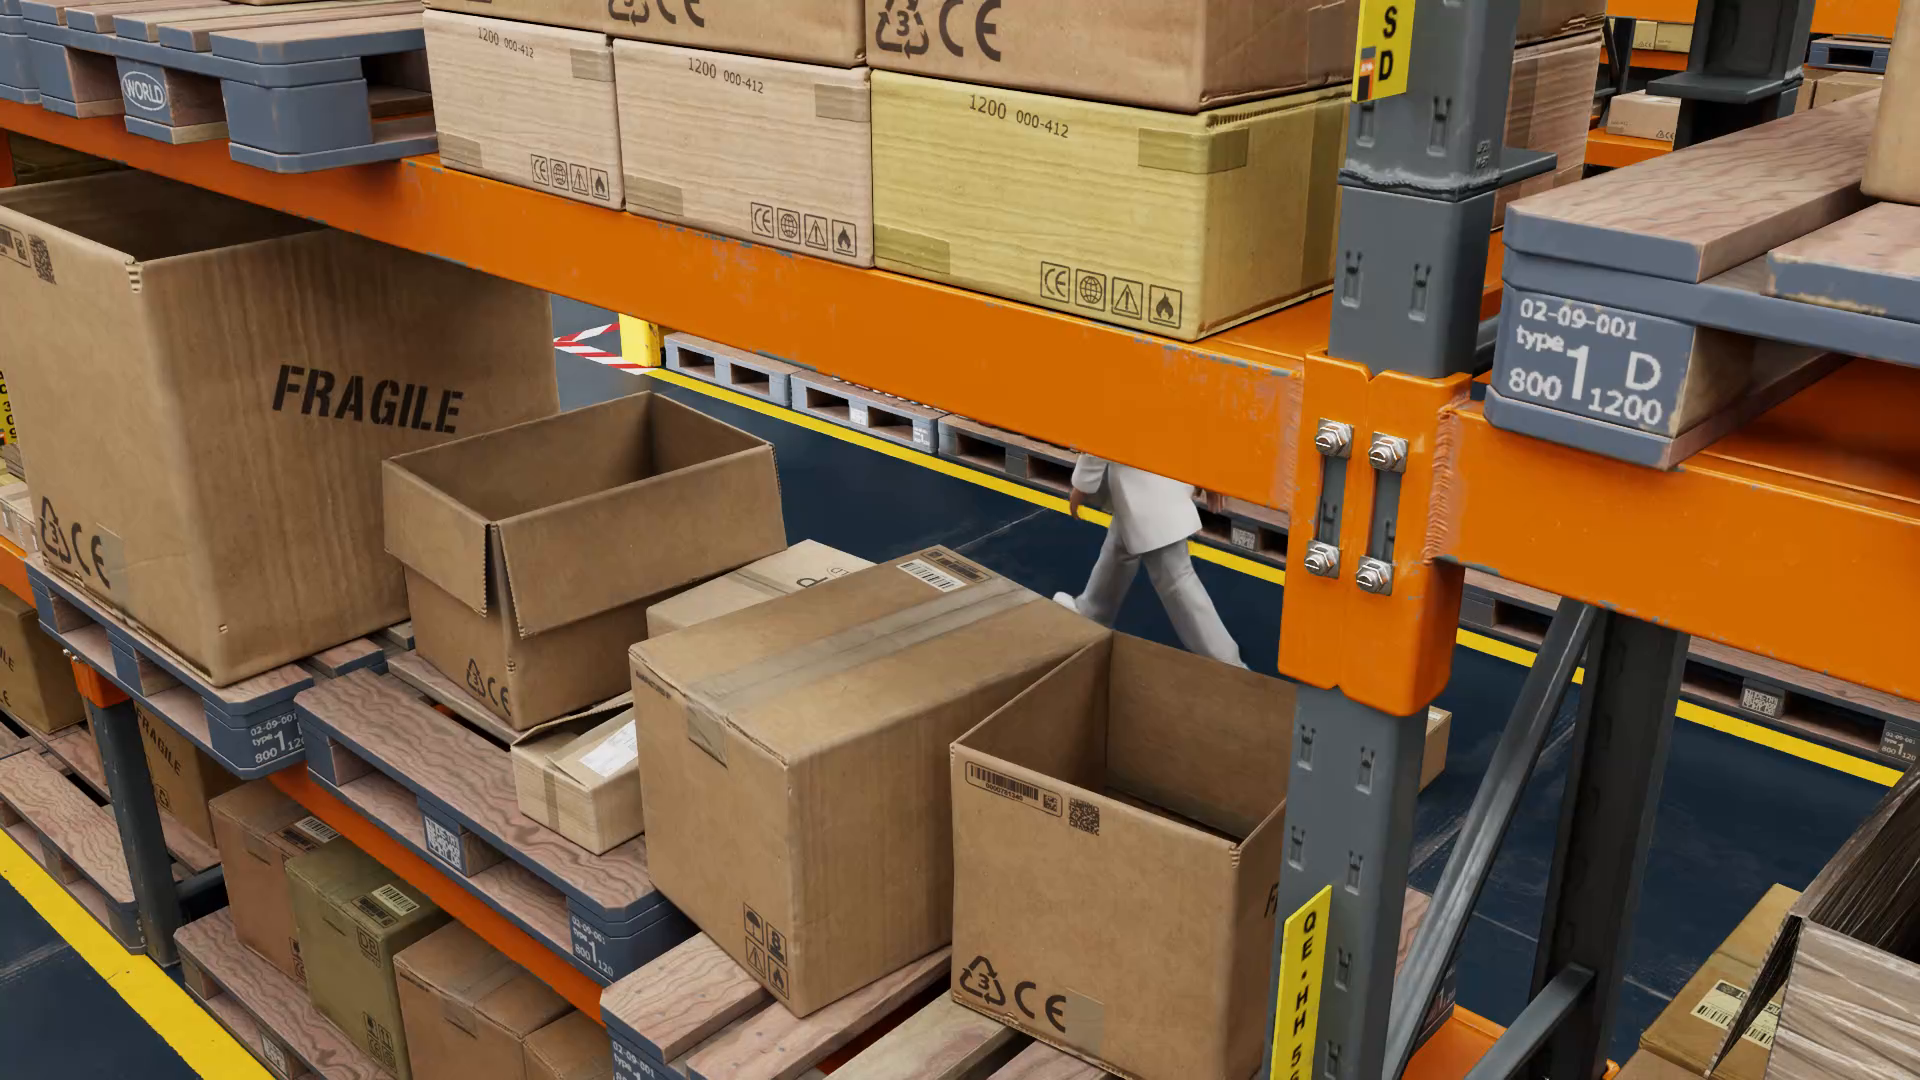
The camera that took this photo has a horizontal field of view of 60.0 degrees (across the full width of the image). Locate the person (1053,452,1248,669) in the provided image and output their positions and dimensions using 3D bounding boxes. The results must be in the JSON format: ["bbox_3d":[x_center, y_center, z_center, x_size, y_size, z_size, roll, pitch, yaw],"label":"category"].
[{"bbox_3d":[0.750,-0.251,6.712,1.152,1.721,0.608,21,31,39],"label":"person"}]
